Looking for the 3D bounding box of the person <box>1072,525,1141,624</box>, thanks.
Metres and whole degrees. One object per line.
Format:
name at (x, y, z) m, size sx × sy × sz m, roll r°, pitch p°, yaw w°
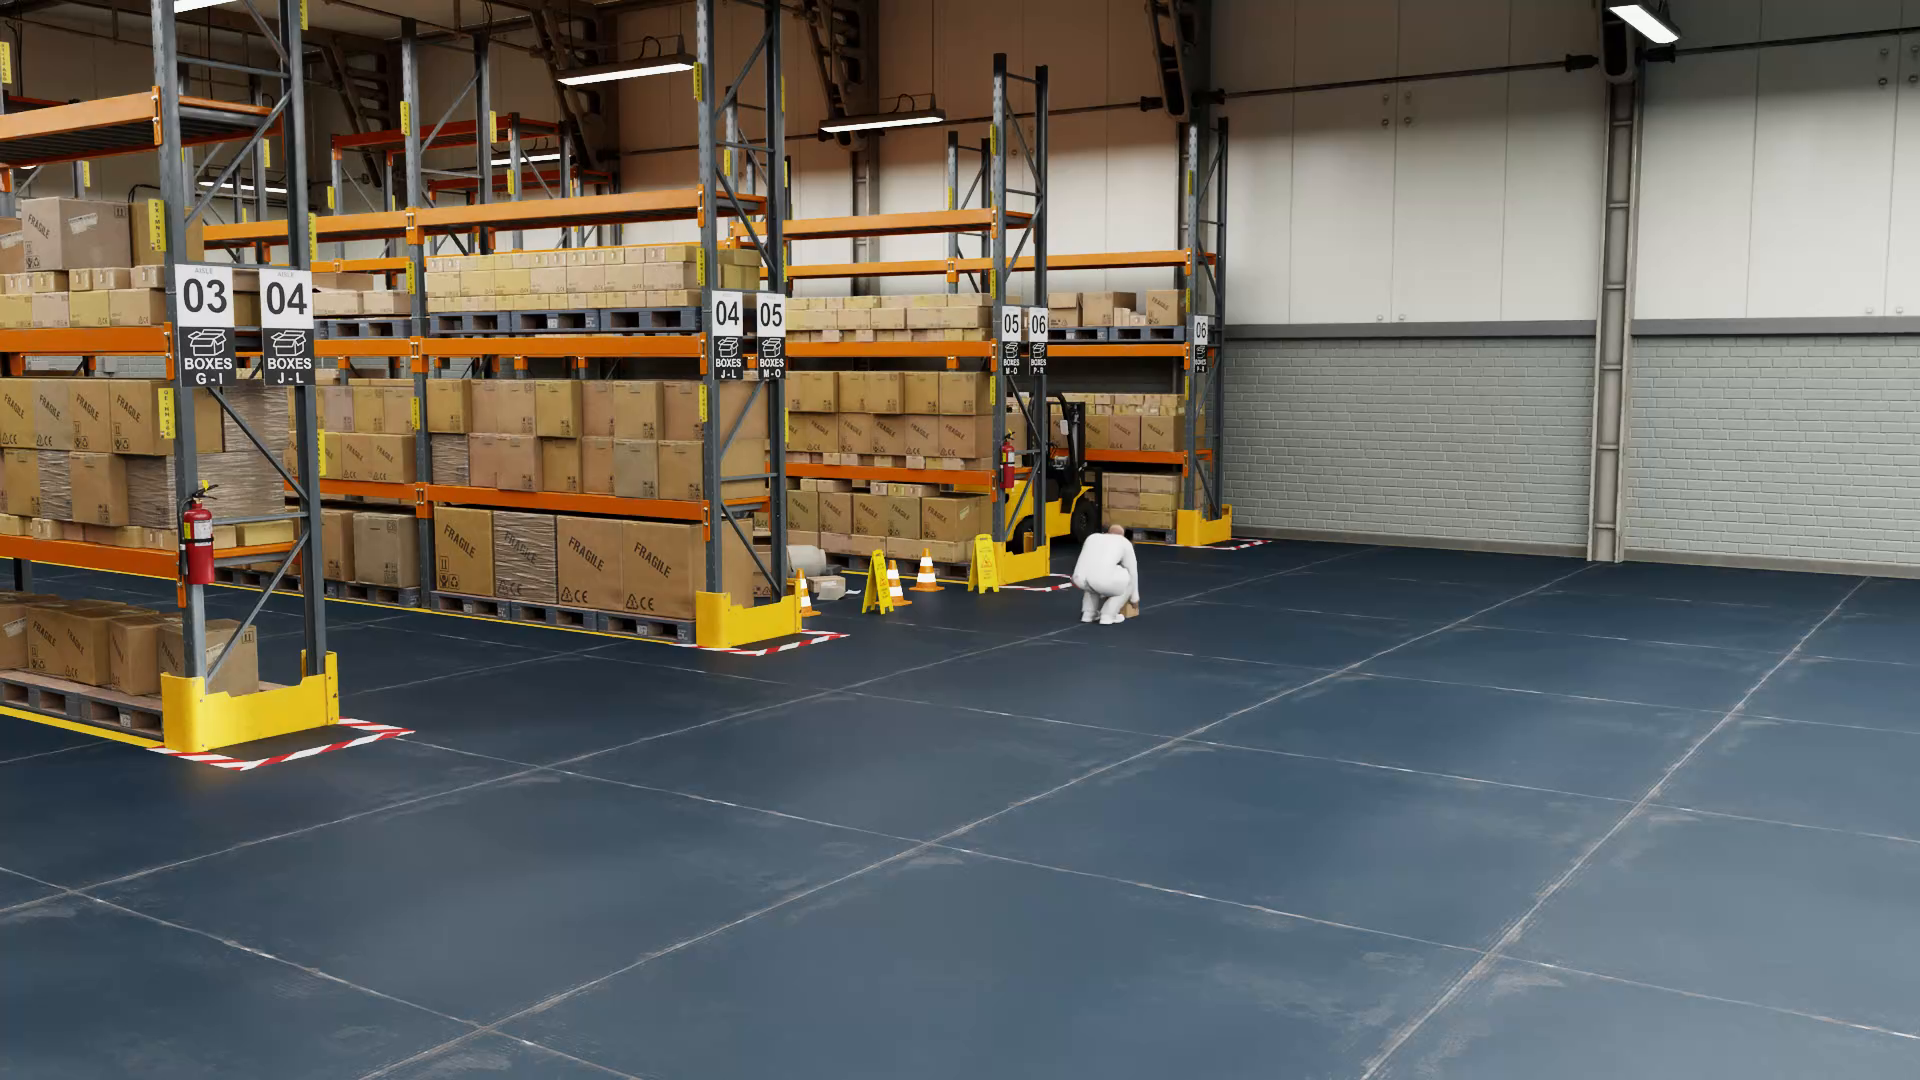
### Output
person at (1.445, 0.351, 16.575) m, size 0.611 × 0.907 × 0.895 m, roll 4°, pitch 7°, yaw 33°
